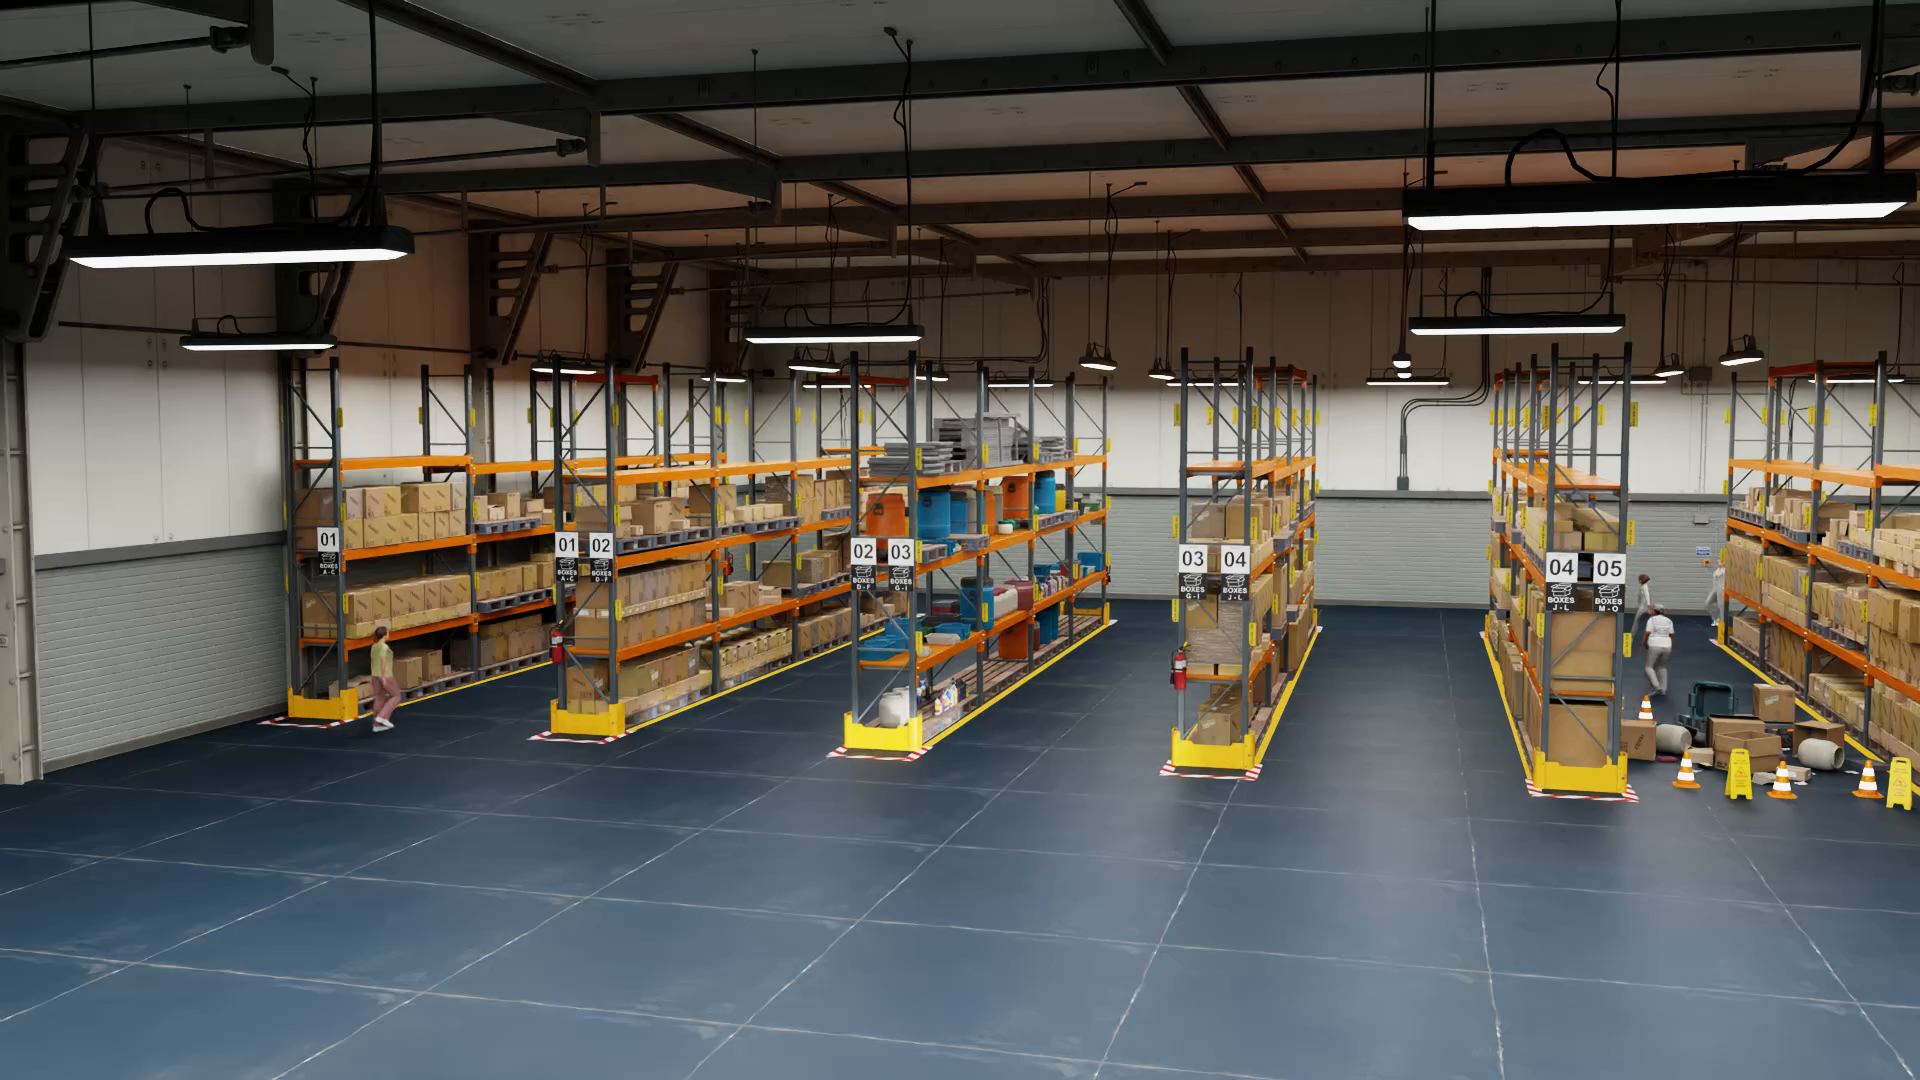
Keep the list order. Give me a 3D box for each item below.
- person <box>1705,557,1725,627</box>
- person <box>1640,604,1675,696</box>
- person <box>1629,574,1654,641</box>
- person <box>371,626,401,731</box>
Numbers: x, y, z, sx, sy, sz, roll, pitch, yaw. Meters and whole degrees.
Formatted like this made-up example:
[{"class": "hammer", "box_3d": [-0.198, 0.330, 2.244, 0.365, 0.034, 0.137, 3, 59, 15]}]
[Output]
[{"class": "person", "box_3d": [18.136, 1.245, 39.760, 0.473, 1.694, 0.487, -1, 4, -9]}, {"class": "person", "box_3d": [12.646, 1.989, 30.059, 0.541, 1.652, 0.631, 0, 4, -3]}, {"class": "person", "box_3d": [15.135, 1.524, 36.804, 0.403, 1.501, 0.942, -4, 6, -40]}, {"class": "person", "box_3d": [-9.244, 2.333, 26.592, 0.505, 1.417, 0.458, 2, 5, 27]}]
